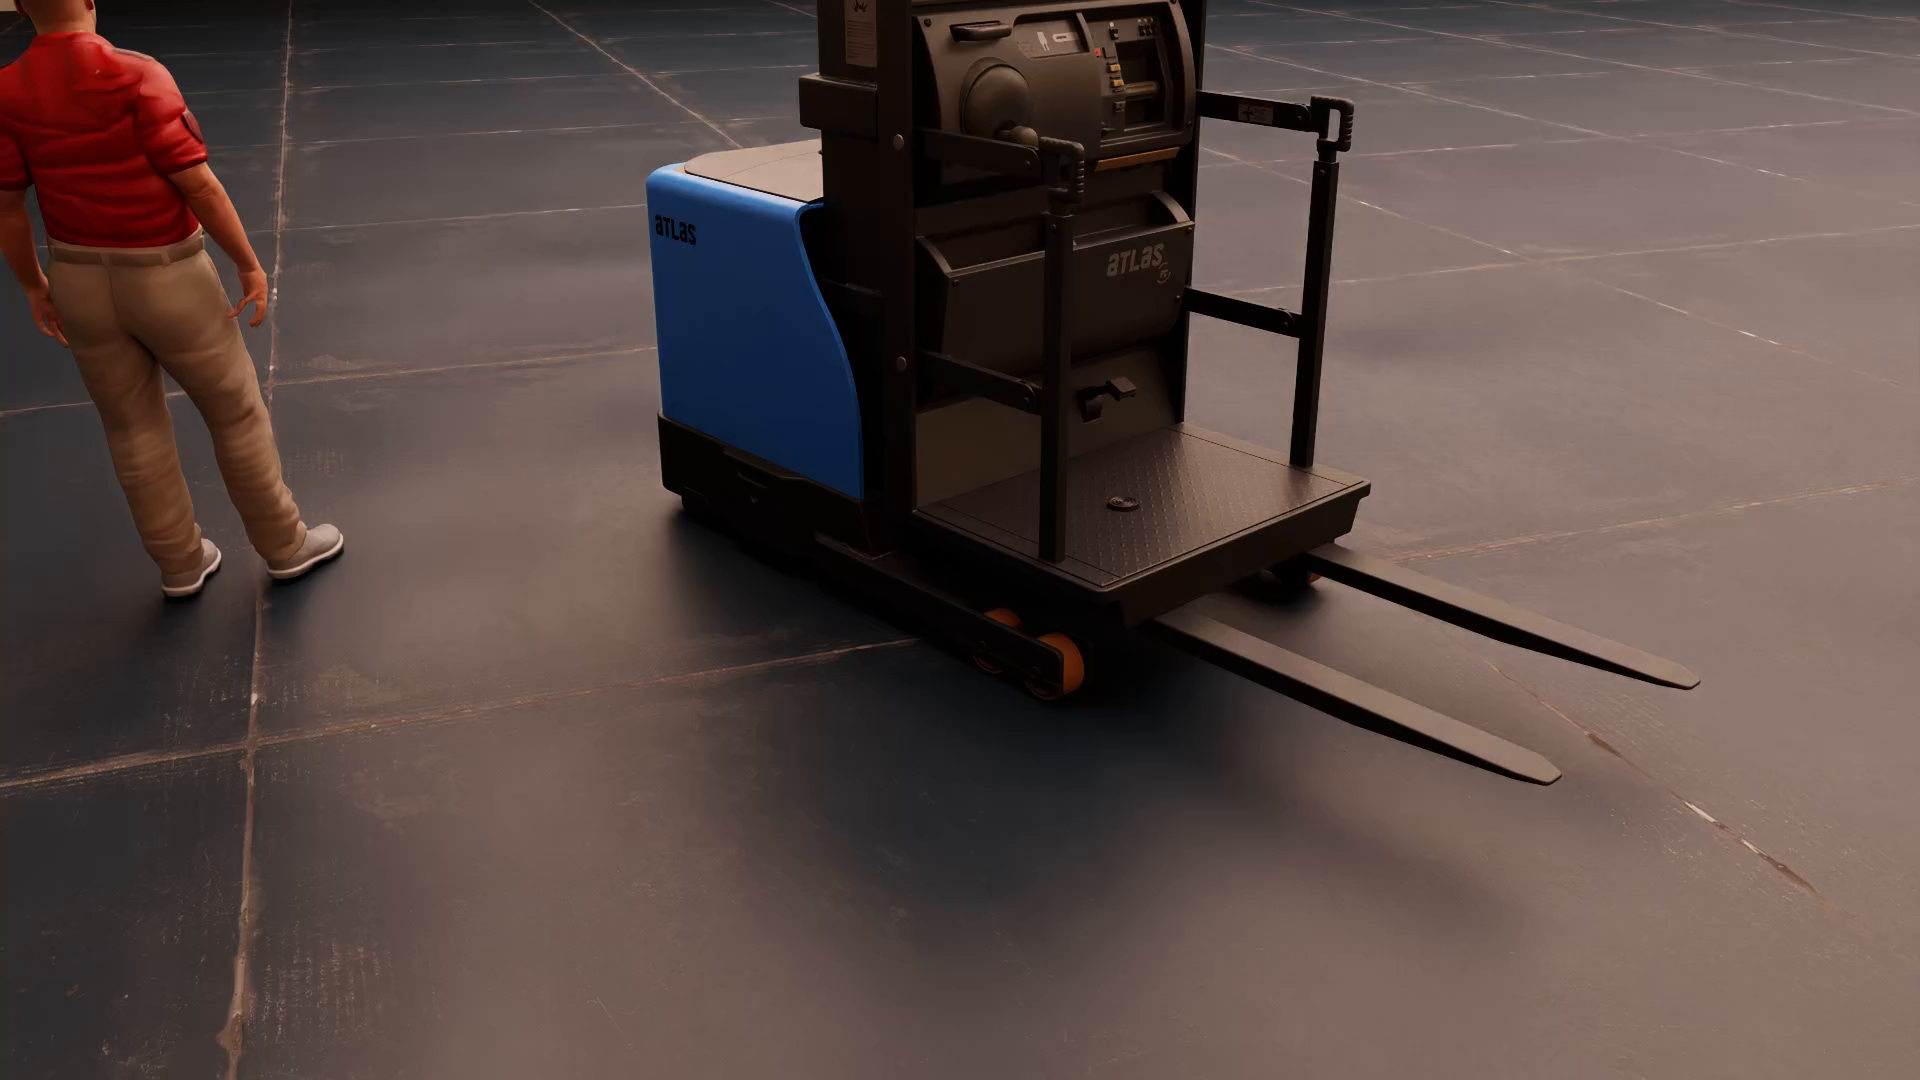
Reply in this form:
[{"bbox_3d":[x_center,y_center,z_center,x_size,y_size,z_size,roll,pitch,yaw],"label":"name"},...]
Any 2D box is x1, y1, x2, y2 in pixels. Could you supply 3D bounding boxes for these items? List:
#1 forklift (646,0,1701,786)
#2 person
[{"bbox_3d":[0.409,-1.176,4.096,1.130,2.935,3.031,-19,30,-38],"label":"forklift"},{"bbox_3d":[-2.161,-0.687,4.465,0.640,1.727,0.551,-1,23,-2],"label":"person"}]
